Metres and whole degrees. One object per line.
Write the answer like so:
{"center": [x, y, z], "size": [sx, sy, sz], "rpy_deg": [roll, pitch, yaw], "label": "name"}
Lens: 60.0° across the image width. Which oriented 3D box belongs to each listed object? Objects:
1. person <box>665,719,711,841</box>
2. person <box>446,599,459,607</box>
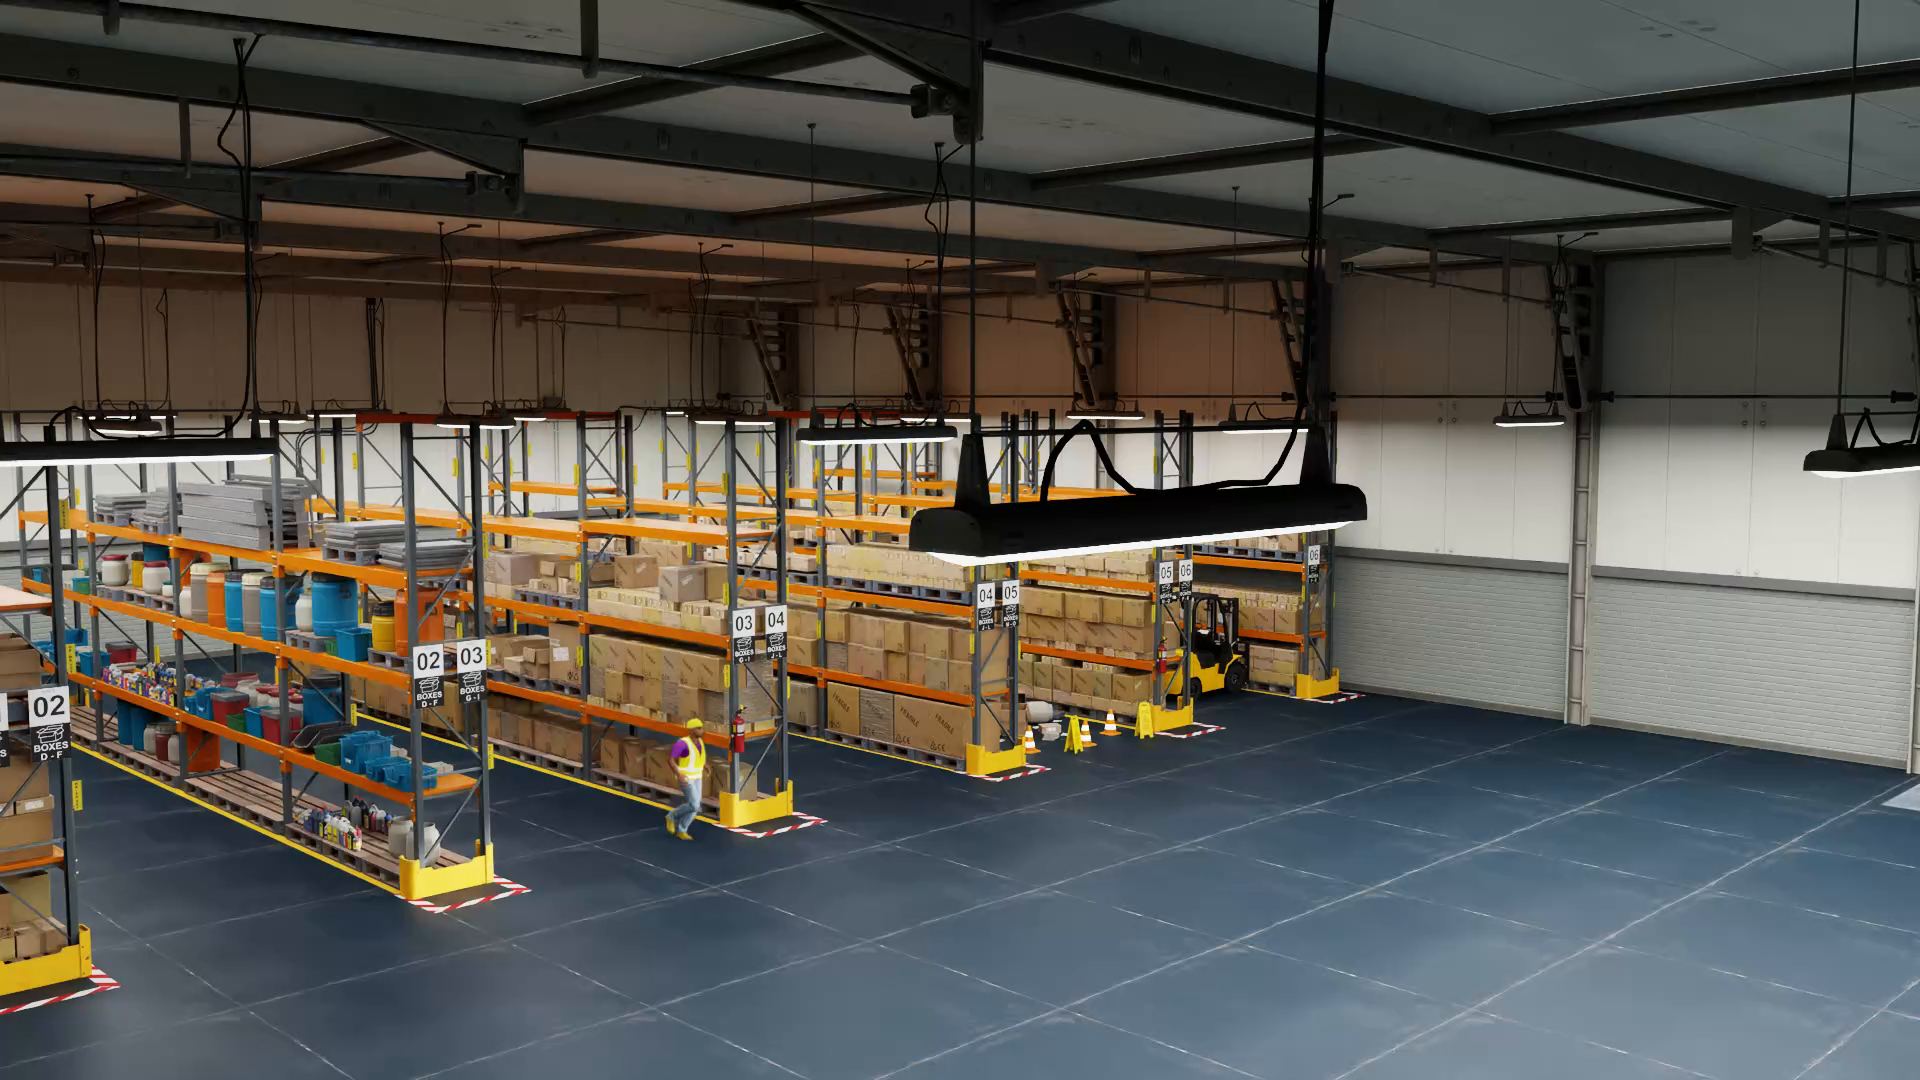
{"center": [-3.877, 3.419, 23.894], "size": [0.566, 1.714, 0.710], "rpy_deg": [2, 6, 26], "label": "person"}
{"center": [-11.955, 2.064, 38.980], "size": [0.718, 1.759, 0.852], "rpy_deg": [1, 5, 16], "label": "person"}
